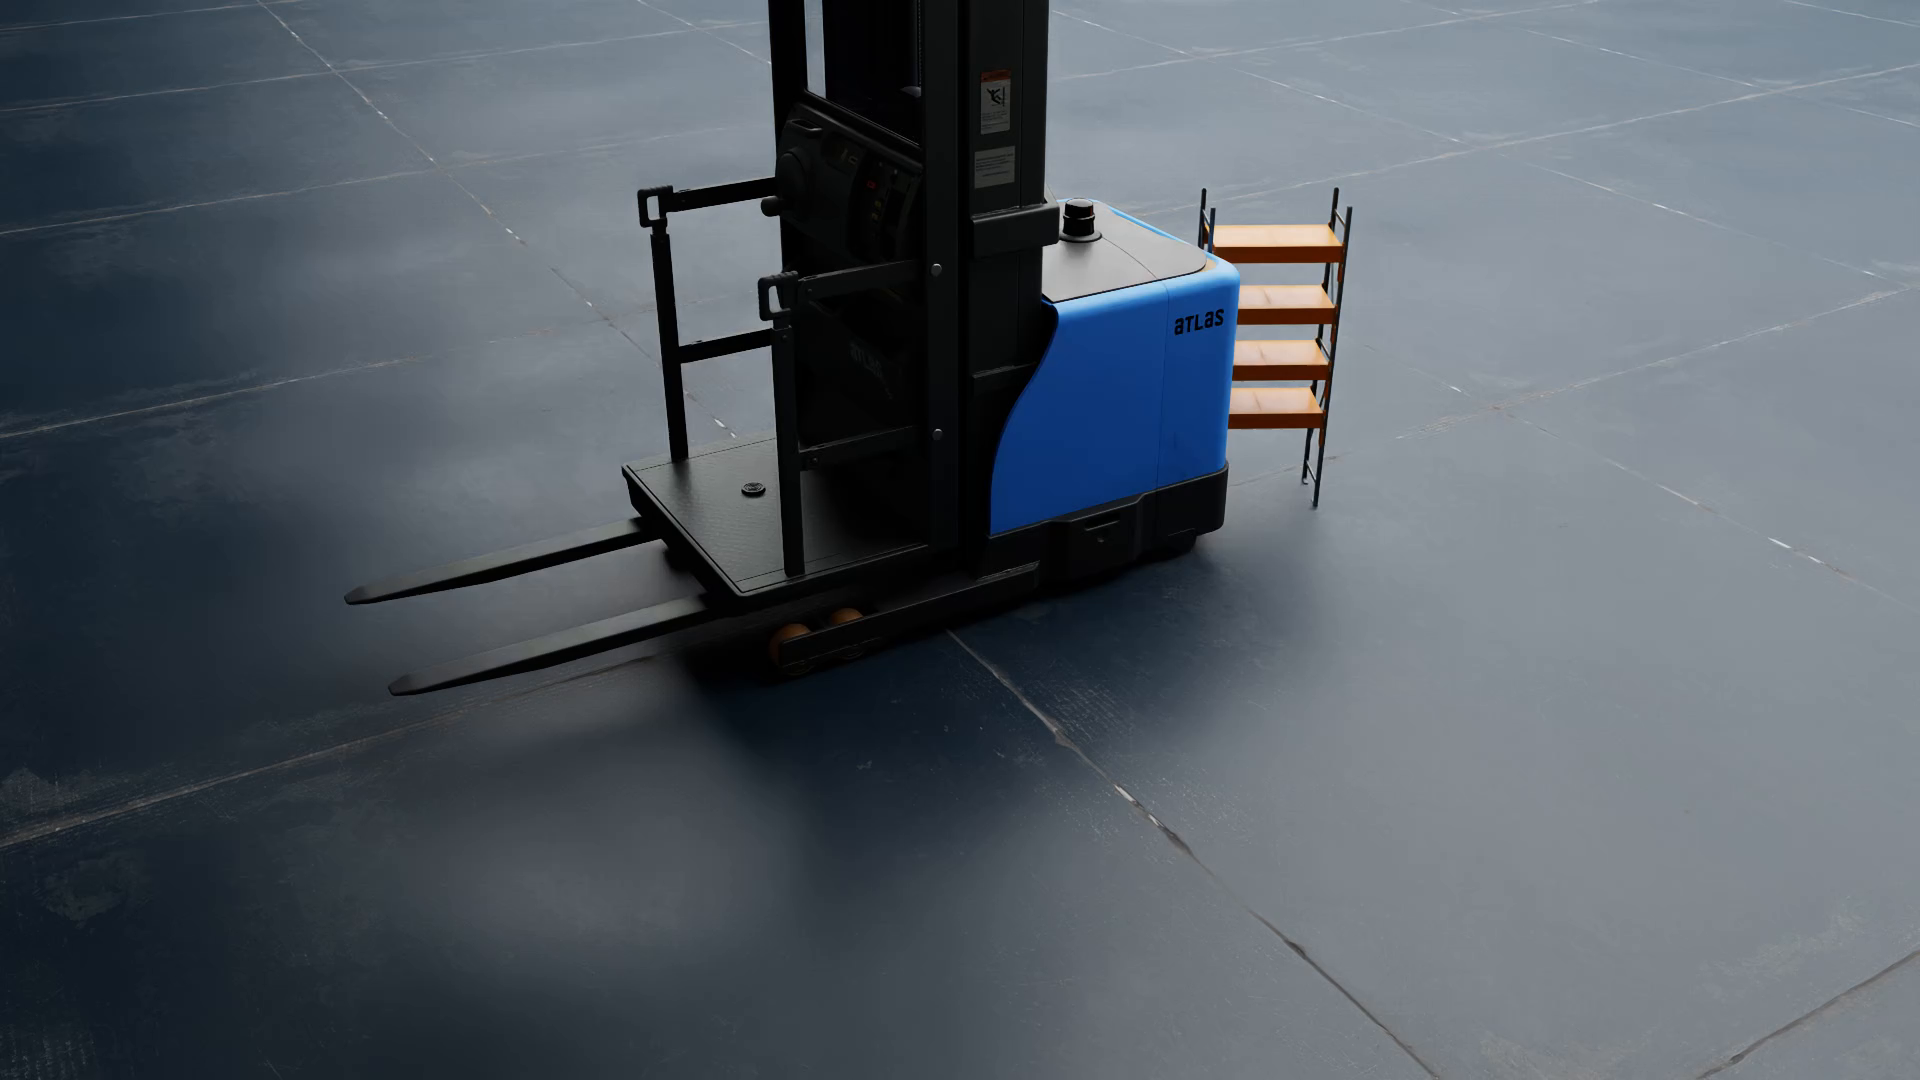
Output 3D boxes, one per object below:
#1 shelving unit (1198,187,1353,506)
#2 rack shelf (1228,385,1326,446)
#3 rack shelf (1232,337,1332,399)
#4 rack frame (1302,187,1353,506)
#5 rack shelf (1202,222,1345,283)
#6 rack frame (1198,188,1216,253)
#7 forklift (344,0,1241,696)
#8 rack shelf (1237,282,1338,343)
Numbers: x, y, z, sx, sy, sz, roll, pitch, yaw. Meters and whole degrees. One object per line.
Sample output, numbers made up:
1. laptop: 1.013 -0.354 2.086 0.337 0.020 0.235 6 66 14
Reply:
1. shelving unit: 1.142 -0.714 6.301 0.503 1.200 0.258 -1 29 -1
2. rack shelf: 1.142 -0.481 6.430 0.480 0.148 0.258 -1 29 -1
3. rack shelf: 1.142 -0.655 6.334 0.480 0.148 0.258 -1 29 -1
4. rack frame: 1.386 -0.716 6.306 0.015 1.200 0.240 -1 29 -1
5. rack shelf: 1.142 -1.058 6.111 0.480 0.148 0.258 -1 29 -1
6. rack frame: 0.898 -0.711 6.297 0.015 1.200 0.240 -1 29 -1
7. forklift: -0.546 -1.131 5.267 3.031 2.935 1.130 -16 32 -26
8. rack shelf: 1.142 -0.851 6.226 0.480 0.148 0.258 -1 29 -1
